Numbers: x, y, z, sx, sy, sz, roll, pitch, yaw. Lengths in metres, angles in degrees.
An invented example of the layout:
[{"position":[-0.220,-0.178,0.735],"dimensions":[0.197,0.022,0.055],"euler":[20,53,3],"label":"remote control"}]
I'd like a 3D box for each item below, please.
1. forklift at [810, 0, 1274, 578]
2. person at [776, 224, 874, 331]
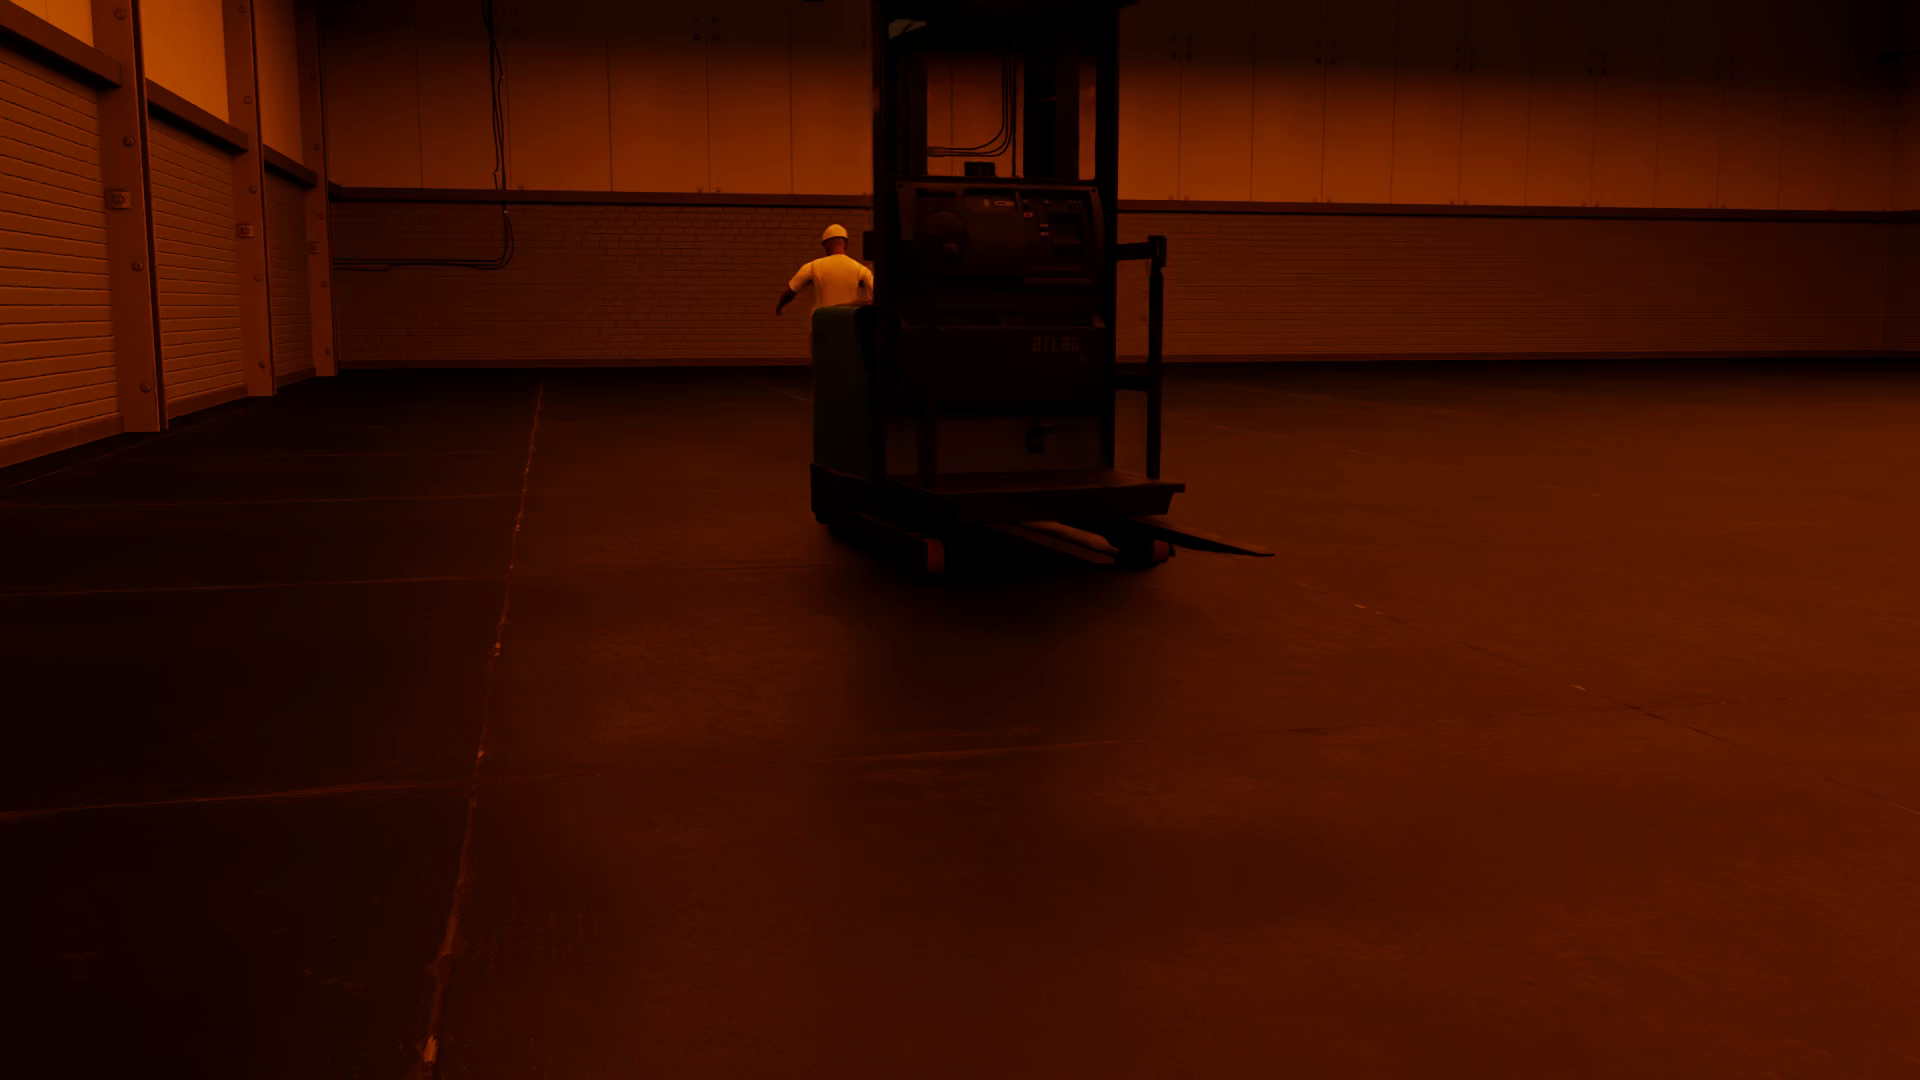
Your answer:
[{"position":[0.251,-1.364,6.876],"dimensions":[1.130,2.935,3.031],"euler":[-3,9,-20],"label":"forklift"},{"position":[-0.980,-1.704,13.647],"dimensions":[1.025,1.742,0.758],"euler":[-1,8,-9],"label":"person"}]
